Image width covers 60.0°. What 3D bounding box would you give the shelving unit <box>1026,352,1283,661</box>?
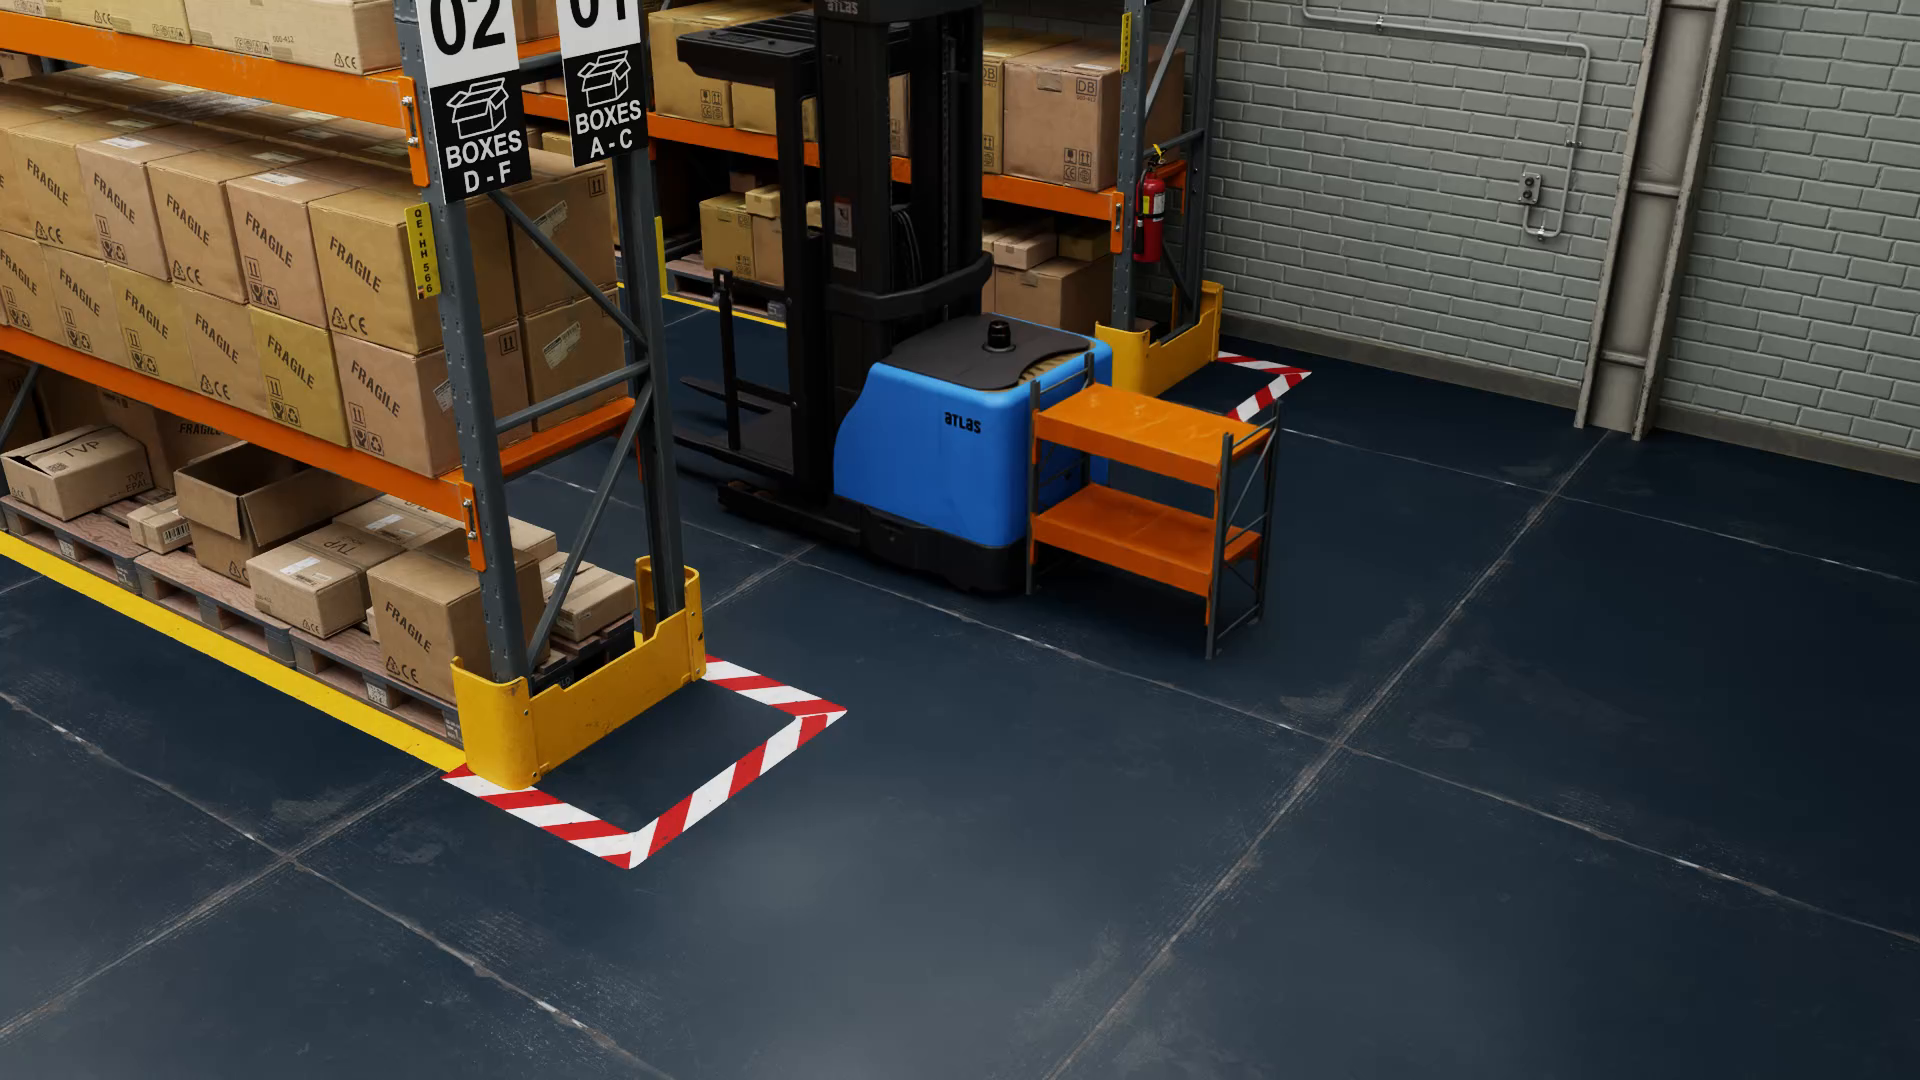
[{"bbox_3d":[0.892,-0.179,7.861,1.048,1.125,0.538,19,33,33],"label":"shelving unit"}]

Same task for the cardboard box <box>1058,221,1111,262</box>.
[{"bbox_3d":[0.846,-1.950,10.853,0.250,0.149,0.380,18,32,31],"label":"cardboard box"}]

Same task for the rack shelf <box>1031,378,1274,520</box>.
[{"bbox_3d":[0.892,-0.440,7.729,1.000,0.278,0.538,19,33,33],"label":"rack shelf"}]

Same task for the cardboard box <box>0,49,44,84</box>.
[{"bbox_3d":[-9.506,-4.818,17.182,0.500,0.500,0.500,15,30,27],"label":"cardboard box"}]

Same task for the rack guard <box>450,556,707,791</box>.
[{"bbox_3d":[-1.601,0.544,7.129,0.348,0.500,1.175,17,32,30],"label":"rack guard"}]

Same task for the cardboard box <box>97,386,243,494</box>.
[{"bbox_3d":[-4.205,-0.619,8.931,0.500,0.500,0.500,17,32,30],"label":"cardboard box"}]

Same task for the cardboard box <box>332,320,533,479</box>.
[{"bbox_3d":[-2.062,-0.608,6.527,0.500,0.500,0.500,18,32,32],"label":"cardboard box"}]

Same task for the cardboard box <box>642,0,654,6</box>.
[{"bbox_3d":[-2.564,-3.975,11.966,0.500,0.250,0.500,18,32,32],"label":"cardboard box"}]

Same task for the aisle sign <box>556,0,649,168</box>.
[{"bbox_3d":[-1.316,-1.801,6.116,0.004,0.787,0.394,17,32,30],"label":"aisle sign"}]

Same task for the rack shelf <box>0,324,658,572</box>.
[{"bbox_3d":[-3.187,-0.743,7.696,4.000,0.370,1.077,17,32,30],"label":"rack shelf"}]

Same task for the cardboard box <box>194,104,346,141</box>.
[{"bbox_3d":[-3.019,-1.645,7.462,0.500,0.500,0.500,17,32,30],"label":"cardboard box"}]

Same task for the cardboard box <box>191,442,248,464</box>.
[{"bbox_3d":[-3.587,-0.342,8.595,0.500,0.311,0.500,17,32,30],"label":"cardboard box"}]

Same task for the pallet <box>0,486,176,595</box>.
[{"bbox_3d":[-4.270,-0.158,8.828,1.213,0.211,1.003,17,32,30],"label":"pallet"}]

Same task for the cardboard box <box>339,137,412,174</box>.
[{"bbox_3d":[-2.190,-1.384,6.950,0.500,0.500,0.500,18,32,31],"label":"cardboard box"}]

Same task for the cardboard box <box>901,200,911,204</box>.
[{"bbox_3d":[-0.200,-2.275,11.492,0.250,0.149,0.380,18,32,31],"label":"cardboard box"}]

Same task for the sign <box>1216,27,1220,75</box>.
[{"bbox_3d":[1.582,-3.030,10.355,0.005,0.325,0.100,17,32,30],"label":"sign"}]

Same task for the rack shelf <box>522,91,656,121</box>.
[{"bbox_3d":[-3.682,-3.623,13.356,4.000,0.370,1.077,17,32,30],"label":"rack shelf"}]

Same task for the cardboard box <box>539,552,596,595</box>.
[{"bbox_3d":[-1.895,0.216,7.657,0.250,0.166,0.380,17,32,30],"label":"cardboard box"}]

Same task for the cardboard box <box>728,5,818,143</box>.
[{"bbox_3d":[-0.997,-3.229,11.457,0.700,0.700,0.980,16,31,29],"label":"cardboard box"}]

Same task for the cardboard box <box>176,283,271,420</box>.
[{"bbox_3d":[-2.899,-0.870,7.042,0.500,0.500,0.500,18,32,31],"label":"cardboard box"}]

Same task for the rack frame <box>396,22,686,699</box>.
[{"bbox_3d":[-1.538,-0.550,6.524,0.127,3.000,1.000,17,32,30],"label":"rack frame"}]

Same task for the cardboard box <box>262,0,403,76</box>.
[{"bbox_3d":[-2.111,-1.854,5.943,0.500,0.250,0.500,17,32,30],"label":"cardboard box"}]

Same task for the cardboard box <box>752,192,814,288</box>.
[{"bbox_3d":[-1.063,-2.143,11.947,0.500,0.500,0.700,17,32,30],"label":"cardboard box"}]

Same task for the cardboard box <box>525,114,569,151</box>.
[{"bbox_3d":[-3.378,-3.005,13.255,0.750,0.750,0.750,18,32,32],"label":"cardboard box"}]

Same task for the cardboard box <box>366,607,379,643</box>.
[{"bbox_3d":[-2.409,0.331,7.431,0.250,0.166,0.380,17,32,30],"label":"cardboard box"}]

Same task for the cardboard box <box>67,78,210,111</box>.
[{"bbox_3d":[-3.848,-1.904,7.971,0.500,0.500,0.500,17,31,29],"label":"cardboard box"}]

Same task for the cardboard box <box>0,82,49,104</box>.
[{"bbox_3d":[-4.606,-1.841,7.849,0.500,0.500,0.500,18,32,32],"label":"cardboard box"}]

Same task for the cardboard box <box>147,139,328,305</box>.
[{"bbox_3d":[-2.908,-1.313,6.810,0.500,0.500,0.500,18,32,32],"label":"cardboard box"}]

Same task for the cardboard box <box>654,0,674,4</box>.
[{"bbox_3d":[-2.266,-4.166,12.342,0.500,0.250,0.500,18,32,32],"label":"cardboard box"}]

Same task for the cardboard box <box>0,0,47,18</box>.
[{"bbox_3d":[-3.753,-2.371,6.960,0.500,0.250,0.500,17,32,30],"label":"cardboard box"}]

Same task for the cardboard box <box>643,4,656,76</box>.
[{"bbox_3d":[-2.557,-3.641,12.137,0.500,0.500,0.500,17,31,30],"label":"cardboard box"}]

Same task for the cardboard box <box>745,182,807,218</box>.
[{"bbox_3d":[-1.296,-2.406,11.748,0.250,0.149,0.380,19,32,32],"label":"cardboard box"}]

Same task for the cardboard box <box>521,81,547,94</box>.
[{"bbox_3d":[-3.133,-3.494,12.562,0.250,0.149,0.380,17,32,30],"label":"cardboard box"}]

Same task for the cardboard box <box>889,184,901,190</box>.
[{"bbox_3d":[-0.622,-2.407,11.749,0.250,0.149,0.380,18,32,31],"label":"cardboard box"}]

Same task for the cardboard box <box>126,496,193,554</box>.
[{"bbox_3d":[-3.893,-0.104,8.285,0.250,0.166,0.380,17,32,30],"label":"cardboard box"}]

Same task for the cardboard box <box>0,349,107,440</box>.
[{"bbox_3d":[-5.096,-0.875,9.433,0.500,0.500,0.500,16,31,28],"label":"cardboard box"}]

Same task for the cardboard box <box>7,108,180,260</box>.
[{"bbox_3d":[-3.757,-1.577,7.329,0.500,0.500,0.500,16,31,29],"label":"cardboard box"}]

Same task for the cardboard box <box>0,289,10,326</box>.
[{"bbox_3d":[-4.570,-1.389,8.062,0.500,0.500,0.500,18,32,32],"label":"cardboard box"}]

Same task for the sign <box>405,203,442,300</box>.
[{"bbox_3d":[-1.869,-1.005,5.792,0.005,0.325,0.100,17,32,30],"label":"sign"}]

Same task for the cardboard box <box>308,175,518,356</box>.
[{"bbox_3d":[-2.061,-1.052,6.297,0.500,0.500,0.500,17,32,30],"label":"cardboard box"}]

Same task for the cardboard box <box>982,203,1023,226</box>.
[{"bbox_3d":[0.222,-2.145,11.235,0.250,0.149,0.380,18,32,31],"label":"cardboard box"}]

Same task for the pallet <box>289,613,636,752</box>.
[{"bbox_3d":[-2.259,0.469,7.597,1.213,0.211,1.003,17,32,30],"label":"pallet"}]

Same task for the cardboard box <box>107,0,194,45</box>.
[{"bbox_3d":[-2.936,-2.110,6.446,0.500,0.250,0.500,17,32,30],"label":"cardboard box"}]

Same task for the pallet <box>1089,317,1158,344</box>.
[{"bbox_3d":[0.560,-1.336,11.144,1.213,0.211,1.003,17,32,30],"label":"pallet"}]

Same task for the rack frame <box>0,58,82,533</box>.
[{"bbox_3d":[-4.835,-1.577,8.542,0.127,3.000,1.000,17,32,30],"label":"rack frame"}]

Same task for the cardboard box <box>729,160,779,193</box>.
[{"bbox_3d":[-1.483,-2.674,12.274,0.250,0.149,0.380,17,32,30],"label":"cardboard box"}]

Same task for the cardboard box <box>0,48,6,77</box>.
[{"bbox_3d":[-10.360,-5.029,17.596,0.500,0.500,0.700,15,31,27],"label":"cardboard box"}]

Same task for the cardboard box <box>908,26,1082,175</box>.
[{"bbox_3d":[0.231,-2.847,10.706,0.700,0.700,0.980,17,32,30],"label":"cardboard box"}]

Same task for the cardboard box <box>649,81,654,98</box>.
[{"bbox_3d":[-2.473,-3.308,12.198,0.250,0.149,0.380,18,32,31],"label":"cardboard box"}]

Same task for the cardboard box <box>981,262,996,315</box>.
[{"bbox_3d":[0.217,-1.747,11.169,0.500,0.500,0.700,17,32,30],"label":"cardboard box"}]

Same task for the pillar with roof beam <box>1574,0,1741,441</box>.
[{"bbox_3d":[1.541,-3.097,4.915,0.400,9.000,9.100,17,32,30],"label":"pillar with roof beam"}]

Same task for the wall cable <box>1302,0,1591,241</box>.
[{"bbox_3d":[2.854,-2.881,9.983,1.851,1.984,0.084,17,32,30],"label":"wall cable"}]

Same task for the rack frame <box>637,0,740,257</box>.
[{"bbox_3d":[-2.034,-3.430,12.183,0.127,3.000,1.000,17,32,30],"label":"rack frame"}]

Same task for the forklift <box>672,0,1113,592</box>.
[{"bbox_3d":[-0.694,-1.576,8.615,3.031,2.935,1.130,19,33,33],"label":"forklift"}]

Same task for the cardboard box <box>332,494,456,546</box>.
[{"bbox_3d":[-2.650,-0.023,8.035,0.500,0.250,0.500,17,32,30],"label":"cardboard box"}]

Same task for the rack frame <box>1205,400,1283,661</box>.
[{"bbox_3d":[1.296,-0.039,7.586,0.032,1.125,0.500,19,33,33],"label":"rack frame"}]

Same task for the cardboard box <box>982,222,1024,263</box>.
[{"bbox_3d":[0.210,-1.938,10.829,0.250,0.149,0.380,18,32,32],"label":"cardboard box"}]

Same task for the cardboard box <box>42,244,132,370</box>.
[{"bbox_3d":[-3.735,-1.130,7.552,0.500,0.500,0.500,17,32,30],"label":"cardboard box"}]
